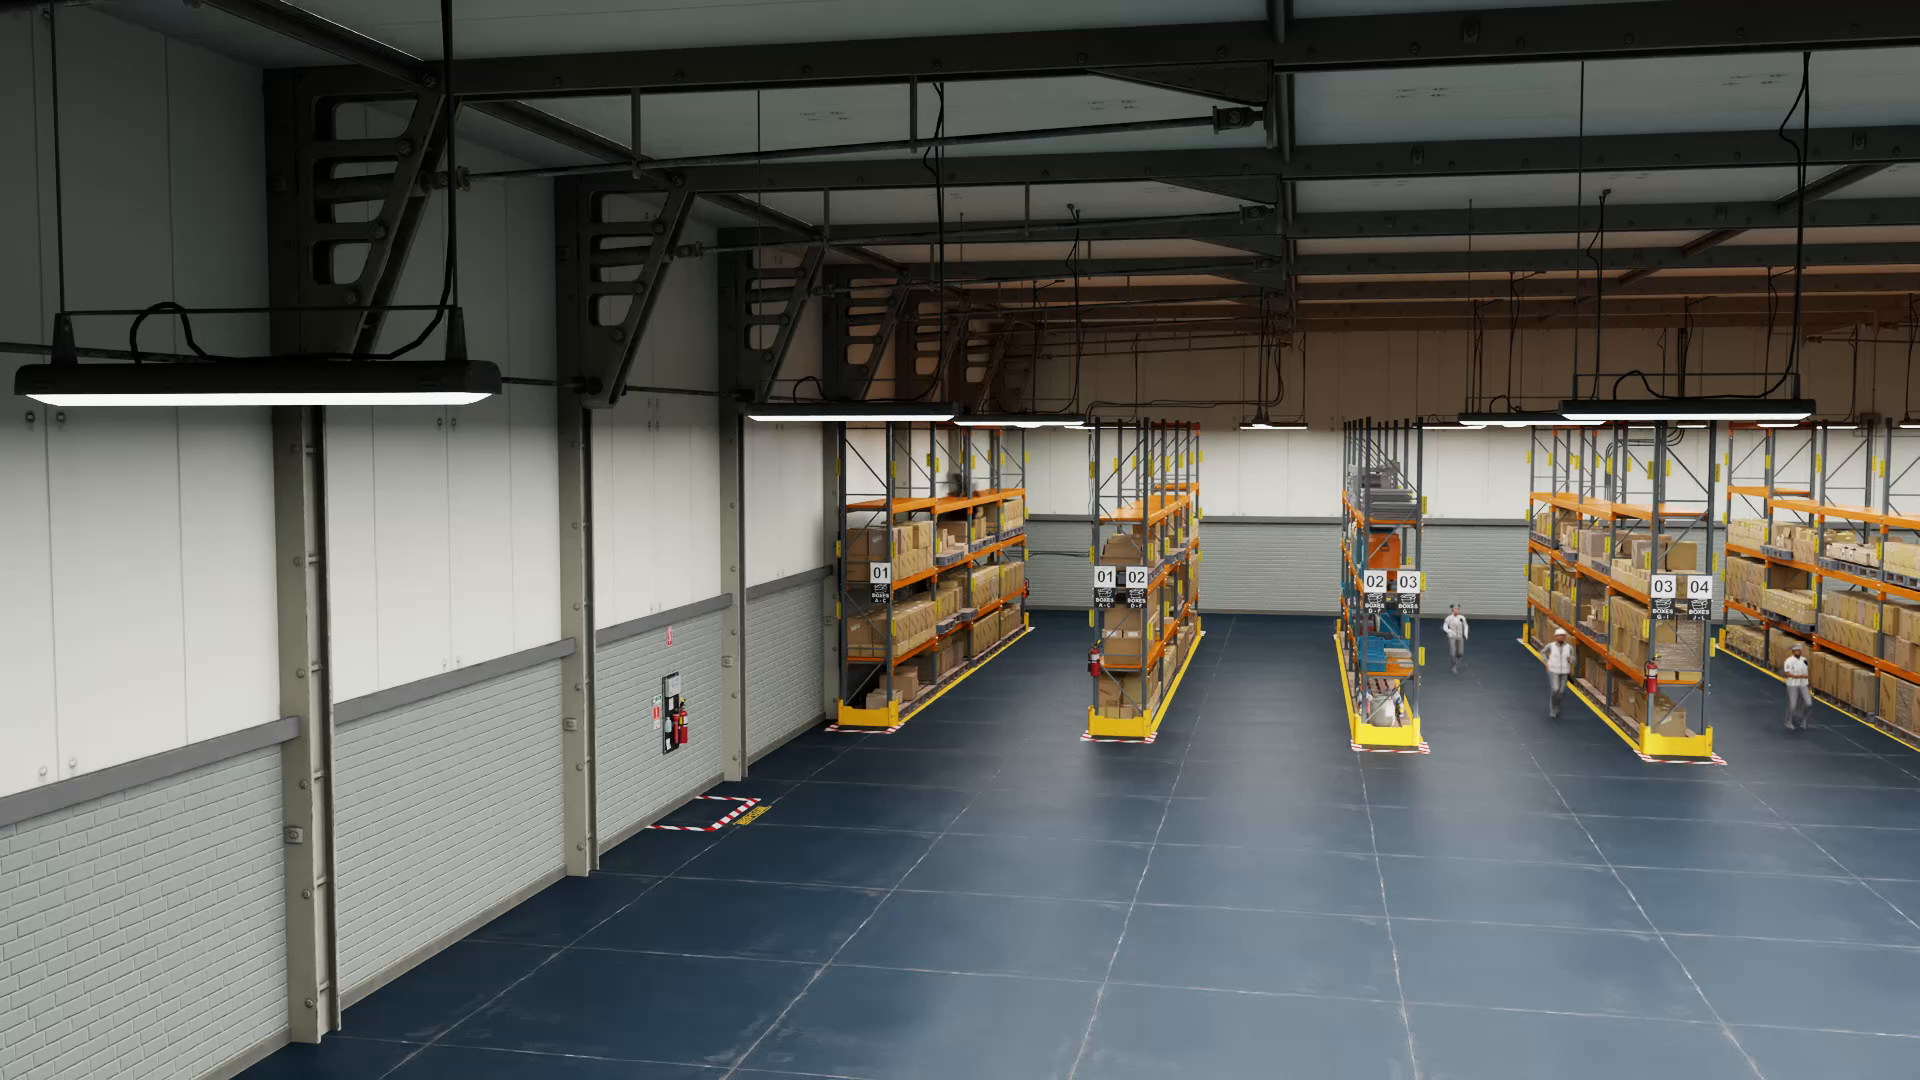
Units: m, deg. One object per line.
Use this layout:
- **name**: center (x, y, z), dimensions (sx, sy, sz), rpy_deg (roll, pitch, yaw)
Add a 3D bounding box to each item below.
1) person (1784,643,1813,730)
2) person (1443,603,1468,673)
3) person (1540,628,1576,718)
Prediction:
- **person**: center (16.107, 2.811, 31.908), dimensions (0.566, 1.686, 0.665), rpy_deg (0, 4, -1)
- **person**: center (11.817, 2.335, 39.532), dimensions (0.567, 1.659, 0.541), rpy_deg (1, 4, 8)
- **person**: center (12.045, 2.680, 33.438), dimensions (0.635, 1.813, 0.751), rpy_deg (0, 4, 4)
